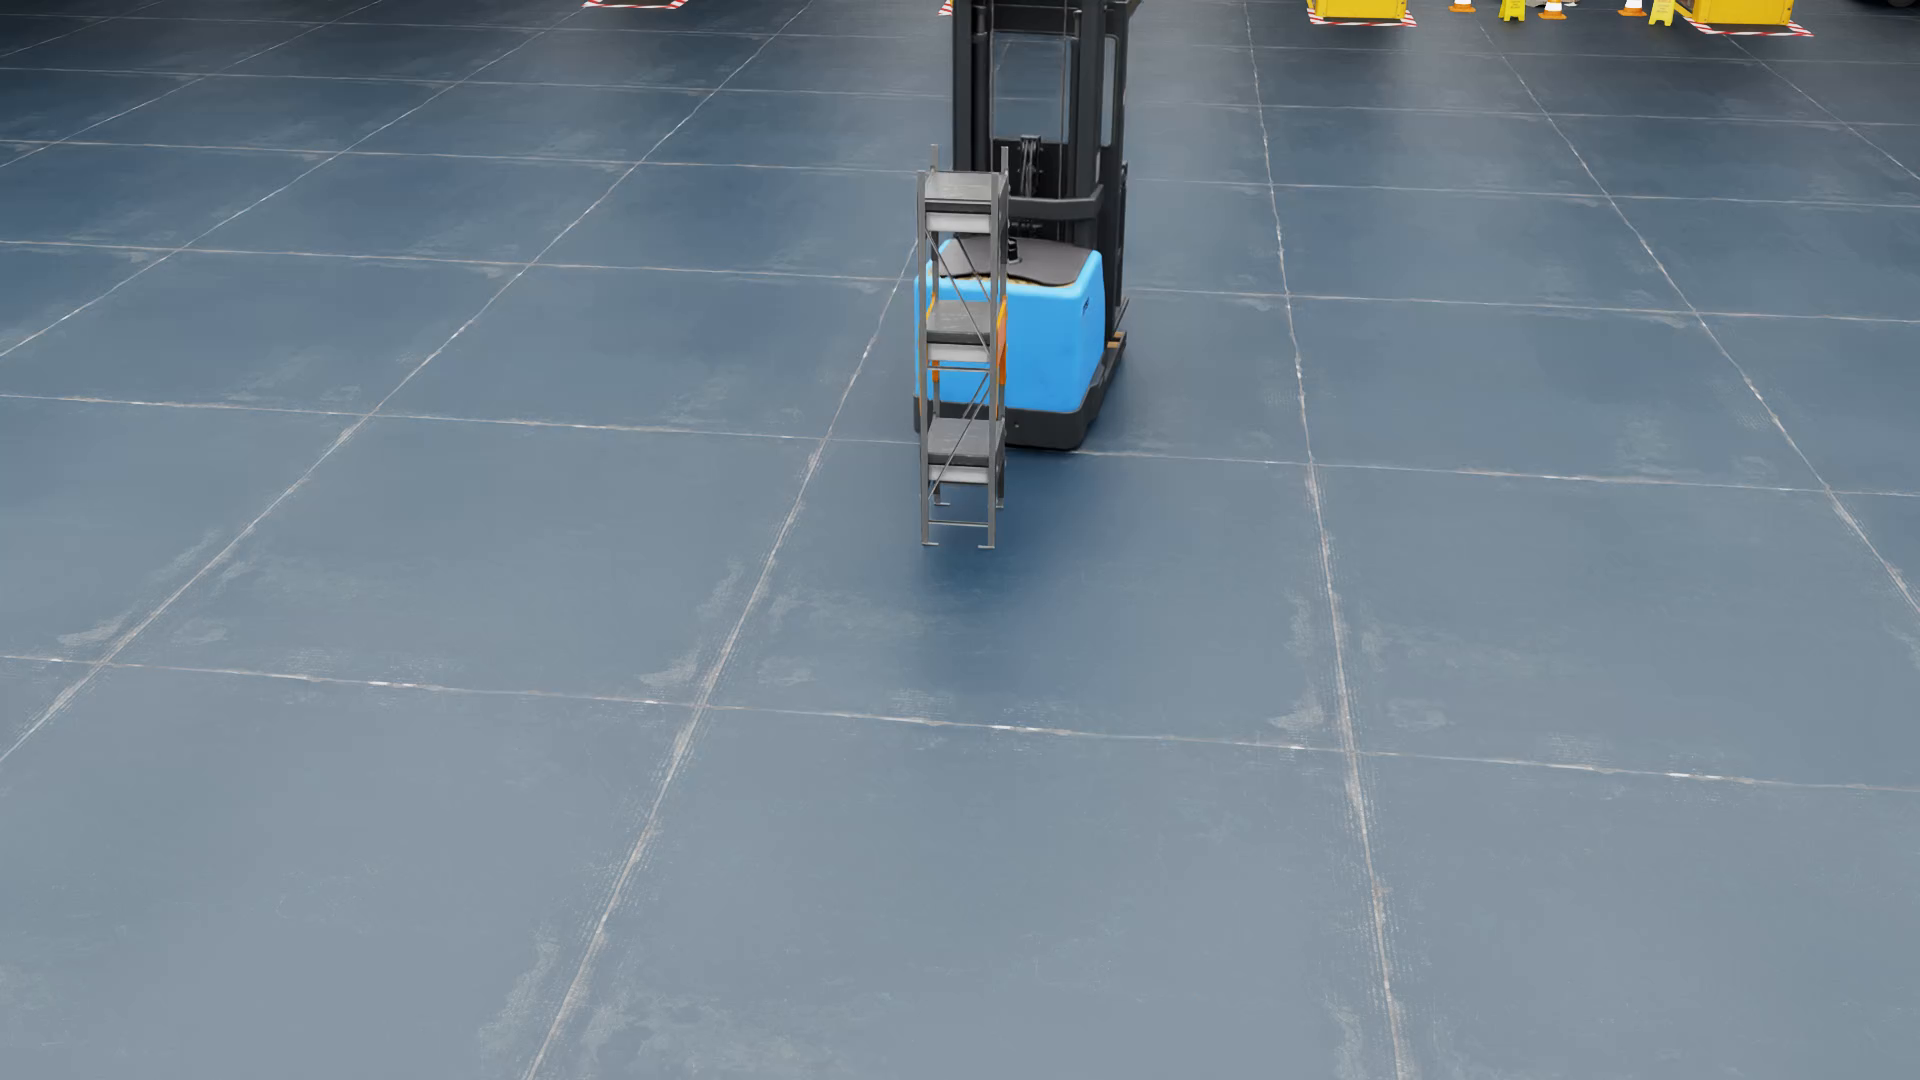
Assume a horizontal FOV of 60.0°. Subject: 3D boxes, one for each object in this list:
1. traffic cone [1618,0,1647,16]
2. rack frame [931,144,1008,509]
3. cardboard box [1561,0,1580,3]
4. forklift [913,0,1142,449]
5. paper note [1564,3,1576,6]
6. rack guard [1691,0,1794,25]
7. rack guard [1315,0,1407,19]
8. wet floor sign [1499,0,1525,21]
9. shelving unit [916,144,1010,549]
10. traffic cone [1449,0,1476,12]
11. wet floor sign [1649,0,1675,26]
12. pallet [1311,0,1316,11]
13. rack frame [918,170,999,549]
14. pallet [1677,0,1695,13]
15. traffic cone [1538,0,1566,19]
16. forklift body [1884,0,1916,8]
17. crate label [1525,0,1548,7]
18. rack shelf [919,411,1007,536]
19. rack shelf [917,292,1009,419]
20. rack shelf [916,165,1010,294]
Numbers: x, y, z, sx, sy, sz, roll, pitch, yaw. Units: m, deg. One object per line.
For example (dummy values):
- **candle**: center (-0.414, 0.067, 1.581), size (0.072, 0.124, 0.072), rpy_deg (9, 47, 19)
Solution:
- **traffic cone**: center (9.063, -7.297, 22.307), size (0.336, 0.463, 0.334), rpy_deg (3, 28, 6)
- **rack frame**: center (0.050, -1.117, 9.110), size (0.400, 2.100, 0.015), rpy_deg (3, 28, 6)
- **cardboard box**: center (8.446, -7.616, 23.229), size (0.380, 0.149, 0.250), rpy_deg (20, 34, 32)
- **forklift**: center (0.550, -2.527, 10.850), size (1.130, 2.935, 3.031), rpy_deg (6, 29, 12)
- **paper note**: center (8.431, -7.390, 22.936), size (0.148, 0.019, 0.142), rpy_deg (-6, 29, -11)
- **rack guard**: center (10.300, -7.072, 21.850), size (1.175, 0.500, 0.348), rpy_deg (3, 28, 6)
- **rack guard**: center (5.363, -7.265, 22.208), size (1.175, 0.500, 0.348), rpy_deg (3, 28, 6)
- **wet floor sign**: center (7.327, -7.212, 21.956), size (0.267, 0.644, 0.232), rpy_deg (-1, 28, -3)
- **shelving unit**: center (0.020, -1.002, 8.897), size (0.431, 2.100, 0.503), rpy_deg (3, 28, 6)
- **traffic cone**: center (6.840, -7.427, 22.549), size (0.336, 0.463, 0.334), rpy_deg (3, 28, 6)
- **wet floor sign**: center (9.205, -7.073, 21.699), size (0.267, 0.644, 0.232), rpy_deg (14, 31, 24)
- **pallet**: center (5.386, -7.530, 23.005), size (1.003, 0.211, 1.213), rpy_deg (3, 28, 6)
- **rack frame**: center (-0.010, -0.887, 8.683), size (0.400, 2.100, 0.015), rpy_deg (3, 28, 6)
- **pallet**: center (10.435, -7.325, 22.625), size (1.003, 0.211, 1.213), rpy_deg (3, 28, 6)
- **traffic cone**: center (7.920, -7.202, 22.130), size (0.336, 0.463, 0.334), rpy_deg (3, 28, 6)
- **forklift body**: center (13.639, -8.475, 22.713), size (2.313, 2.155, 1.214), rpy_deg (3, 28, 6)
- **crate label**: center (7.954, -7.432, 22.901), size (0.250, 0.136, 0.298), rpy_deg (-11, 30, -20)
- **rack shelf**: center (0.020, -0.374, 9.235), size (0.431, 0.518, 0.480), rpy_deg (3, 28, 6)
- **rack shelf**: center (0.020, -0.990, 8.903), size (0.431, 0.518, 0.480), rpy_deg (3, 28, 6)
- **rack shelf**: center (0.020, -1.607, 8.571), size (0.431, 0.518, 0.480), rpy_deg (3, 28, 6)
